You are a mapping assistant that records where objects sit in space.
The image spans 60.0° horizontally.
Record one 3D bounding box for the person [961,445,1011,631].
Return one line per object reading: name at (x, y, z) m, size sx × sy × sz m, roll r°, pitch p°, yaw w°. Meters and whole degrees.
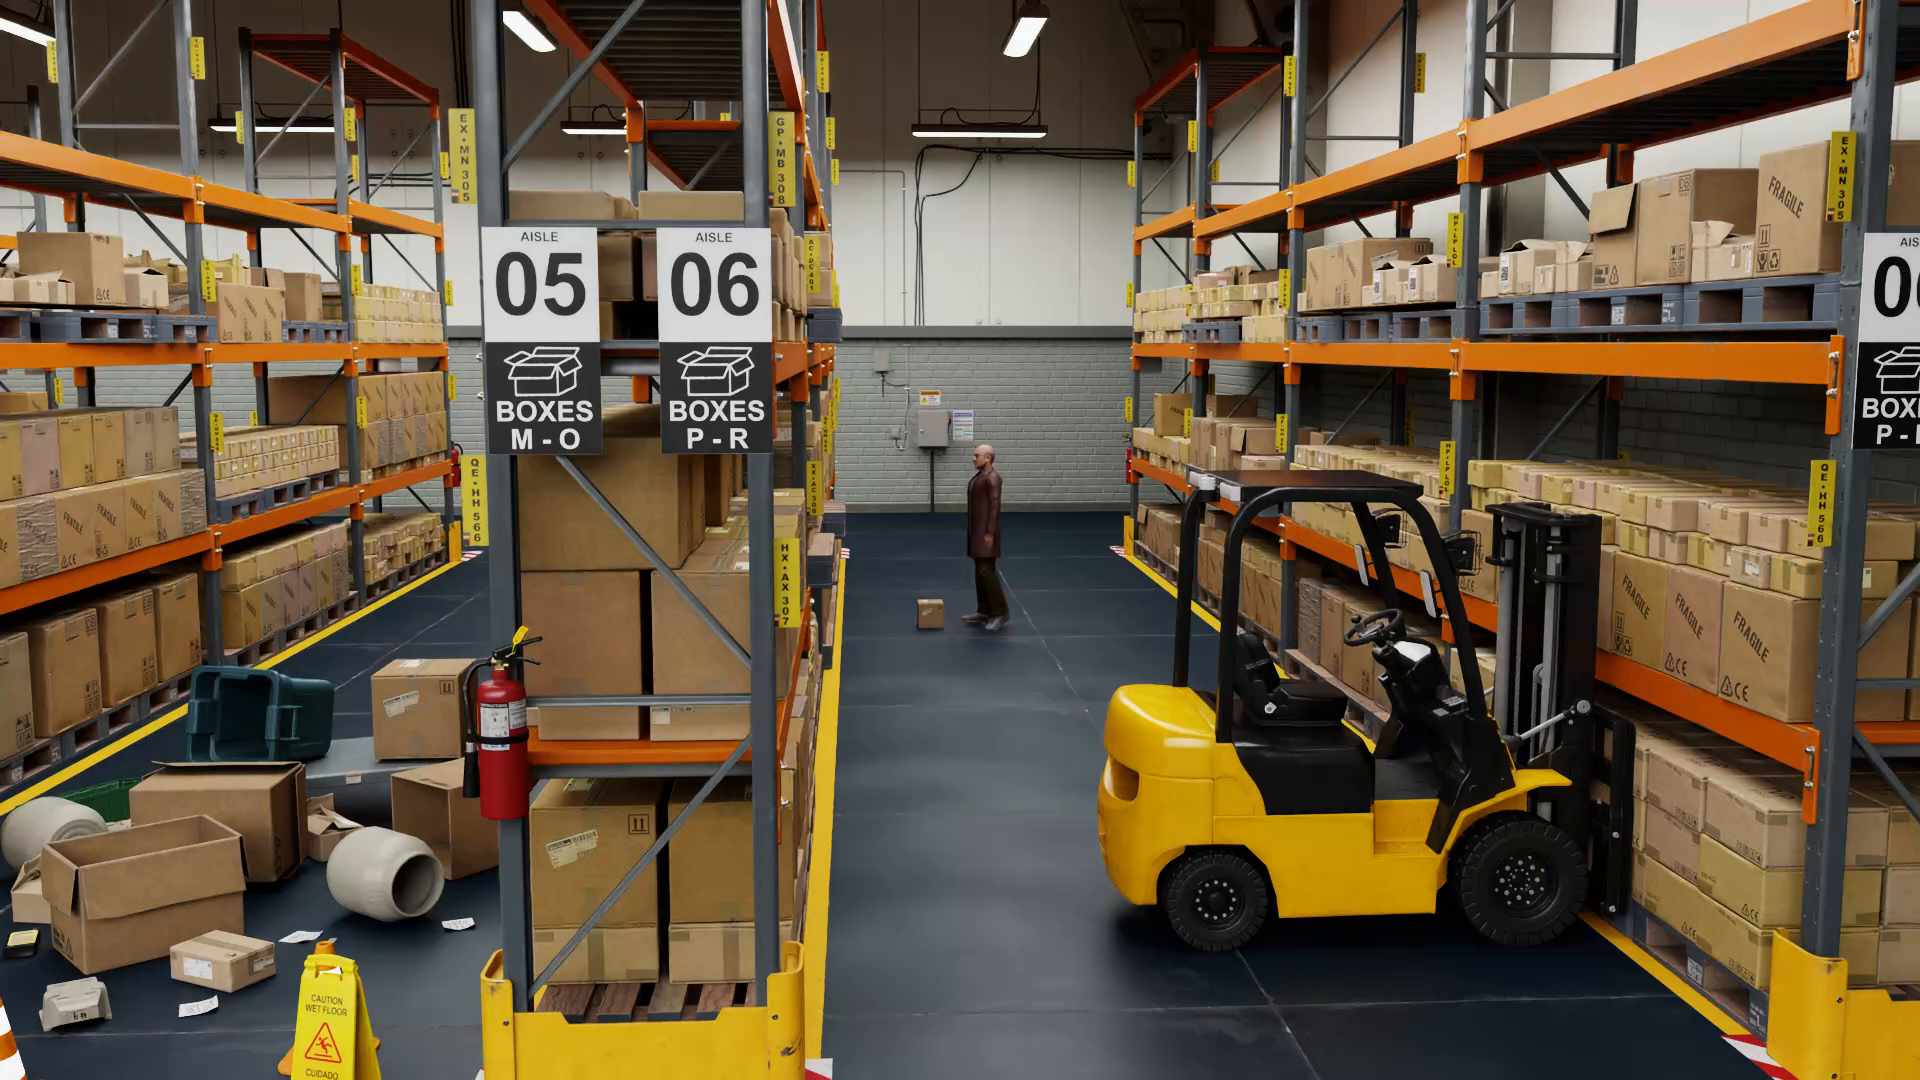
person at (0.254, -0.026, 16.524) m, size 0.459 × 1.834 × 0.634 m, roll -2°, pitch 7°, yaw -14°
